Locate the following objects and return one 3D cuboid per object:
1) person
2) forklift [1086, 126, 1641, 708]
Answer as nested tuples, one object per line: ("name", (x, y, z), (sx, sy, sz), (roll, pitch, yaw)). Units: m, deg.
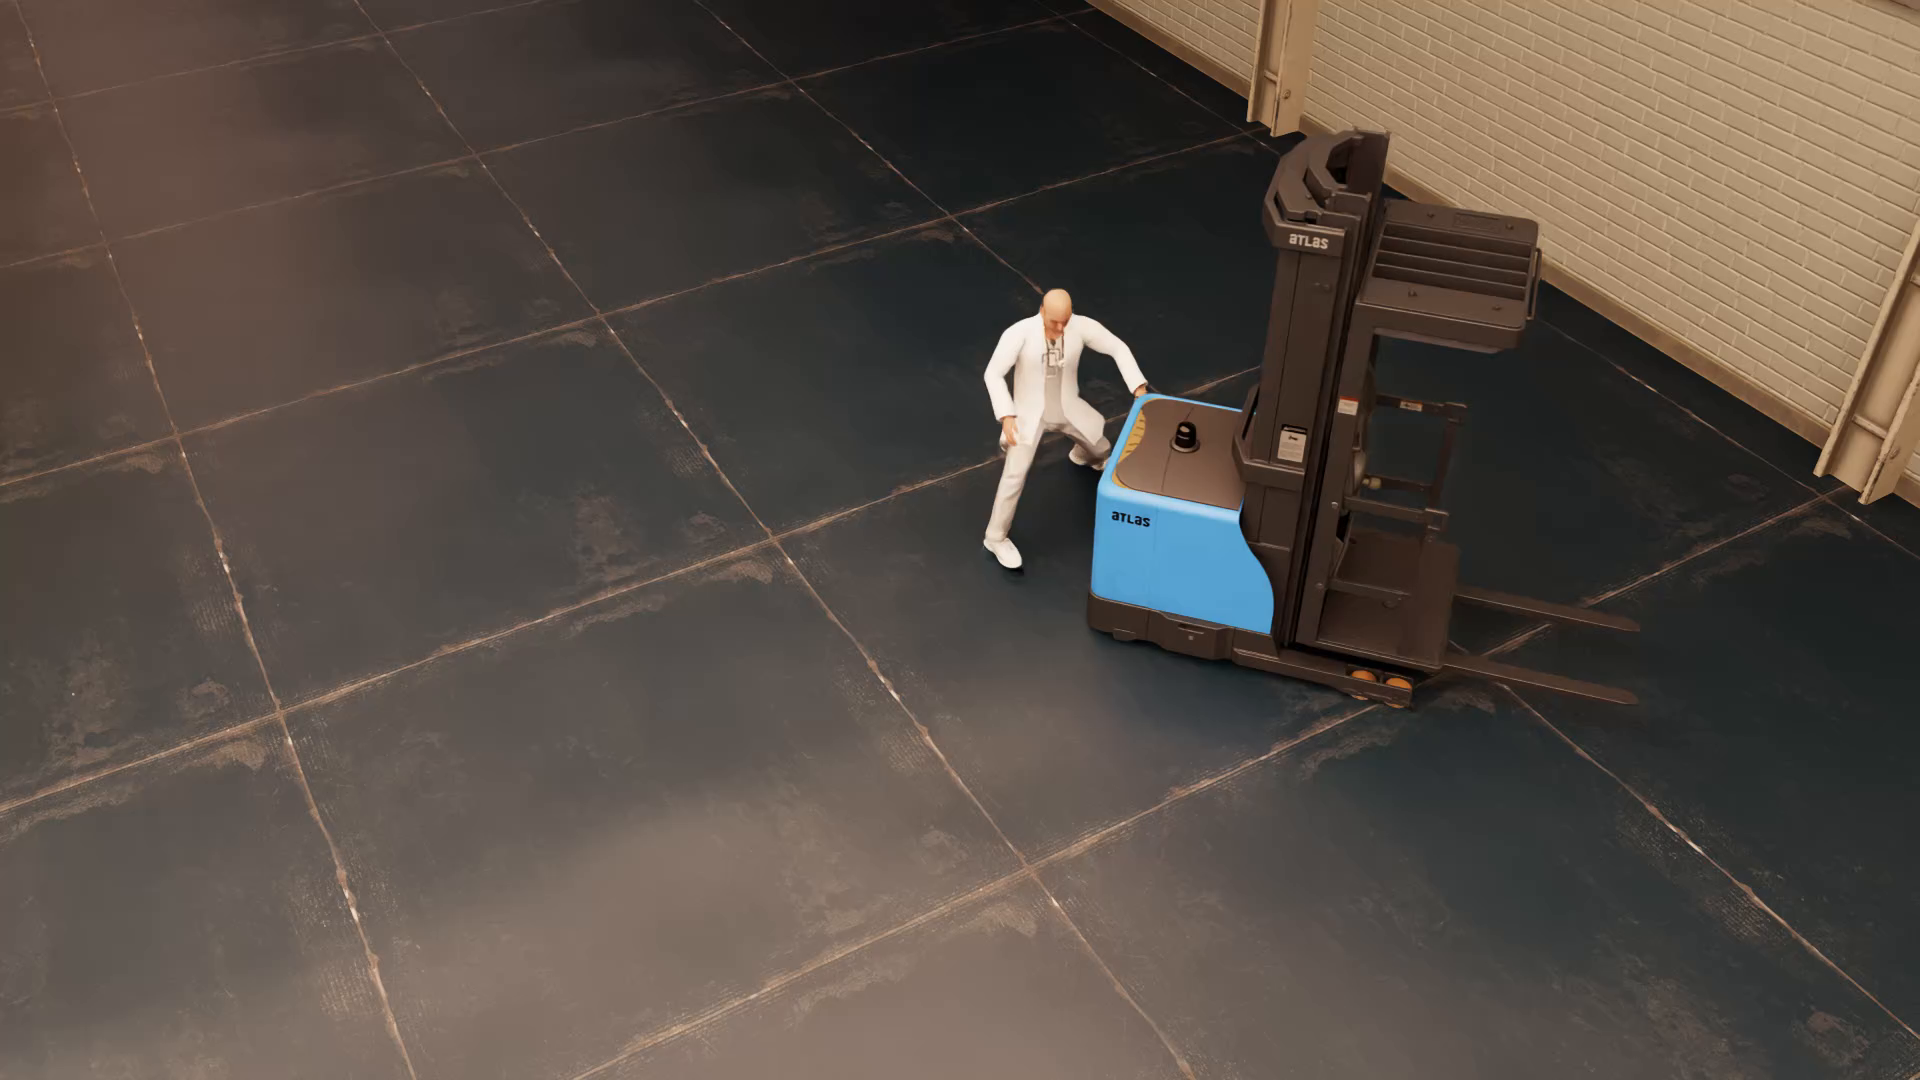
("person", (0.623, -0.766, 10.051), (1.100, 1.616, 1.035), (-9, 41, -11))
("forklift", (2.309, -0.583, 8.739), (3.031, 2.935, 1.130), (12, 41, 14))
